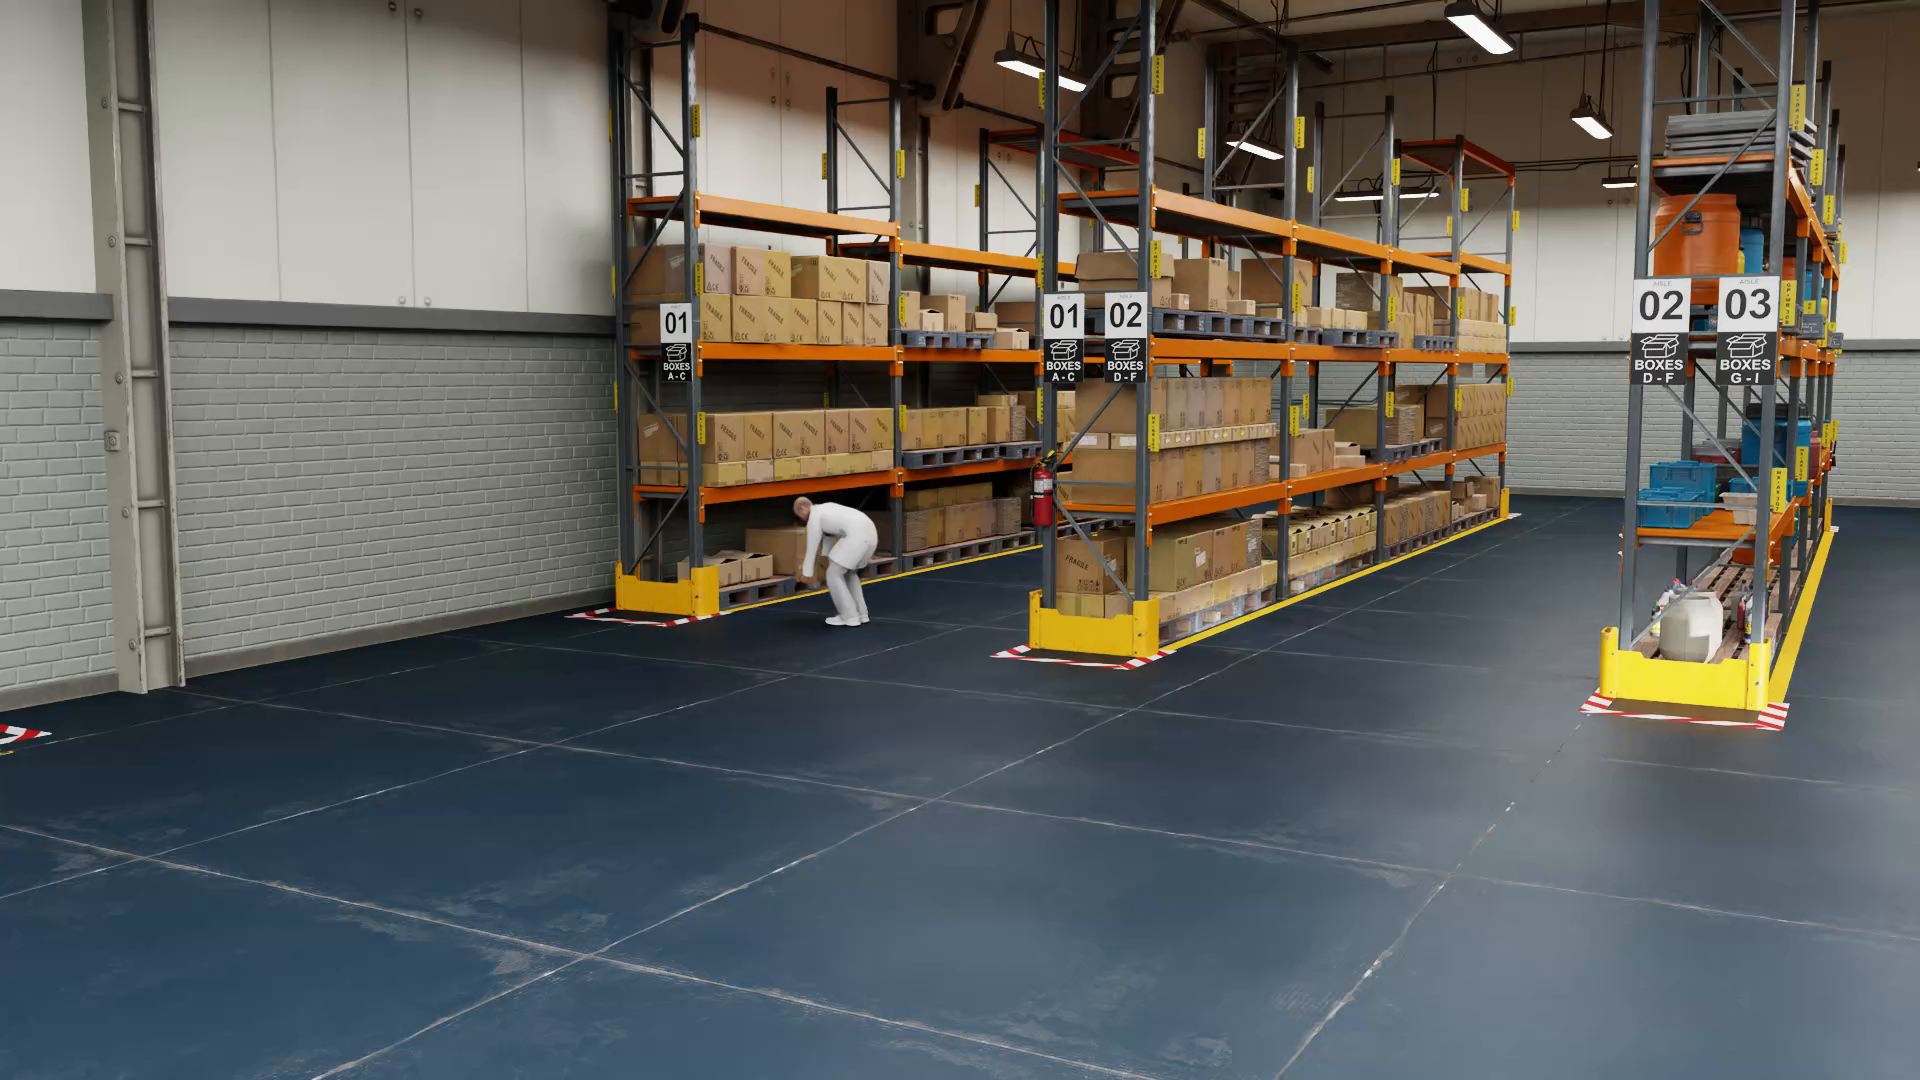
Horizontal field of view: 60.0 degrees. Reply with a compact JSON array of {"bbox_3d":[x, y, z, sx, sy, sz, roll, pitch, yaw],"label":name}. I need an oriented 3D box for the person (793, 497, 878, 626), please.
[{"bbox_3d":[-1.259,0.213,16.636,0.917,1.239,0.569,3,6,26],"label":"person"}]
